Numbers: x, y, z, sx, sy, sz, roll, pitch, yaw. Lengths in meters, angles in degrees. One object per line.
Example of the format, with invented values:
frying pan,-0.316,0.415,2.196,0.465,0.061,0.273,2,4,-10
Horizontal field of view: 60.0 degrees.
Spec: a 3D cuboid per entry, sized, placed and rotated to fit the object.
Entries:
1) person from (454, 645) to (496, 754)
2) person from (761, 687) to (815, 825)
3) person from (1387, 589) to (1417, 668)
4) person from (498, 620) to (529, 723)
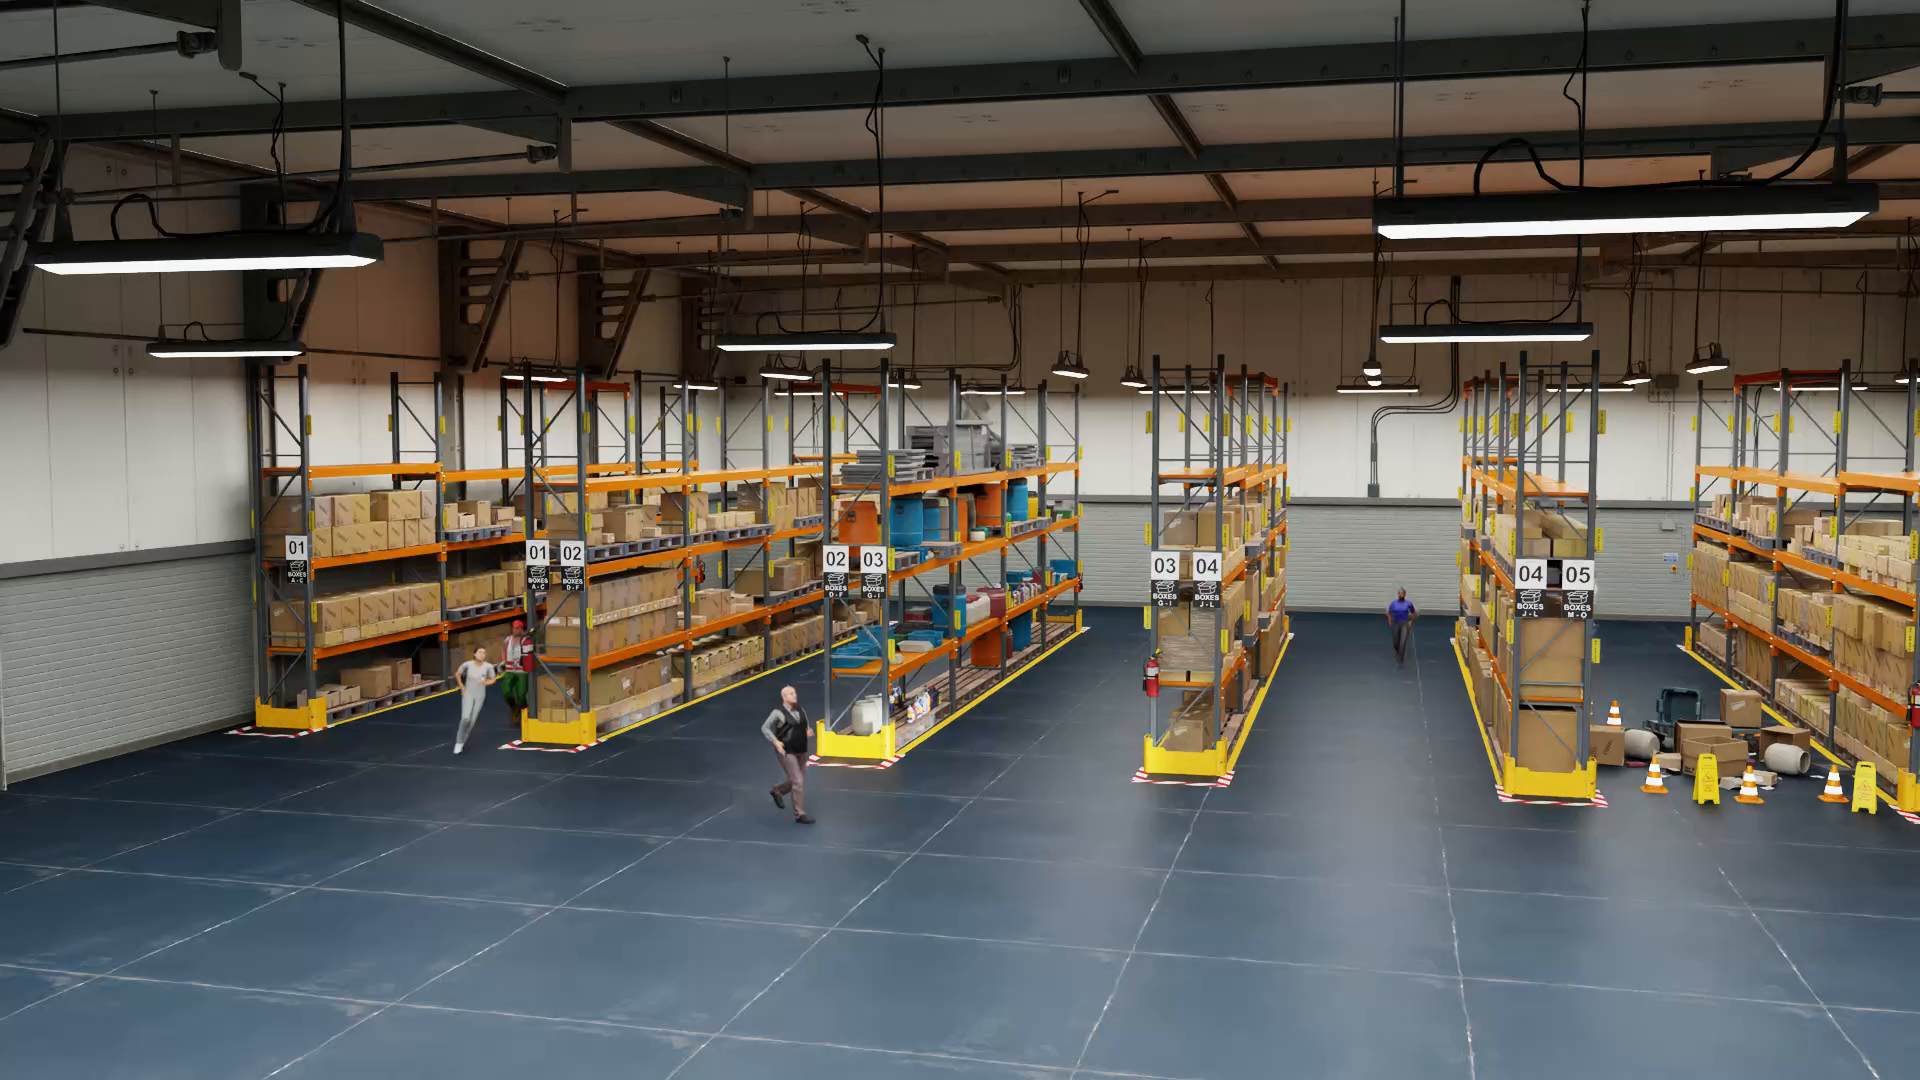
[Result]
person,-7.494,2.435,25.620,0.654,1.649,0.651,-2,4,-26
person,-2.149,2.699,21.029,0.896,1.698,0.668,3,5,39
person,9.203,1.827,34.655,0.587,1.617,0.698,1,4,20
person,-7.396,2.207,27.670,0.643,1.743,0.608,0,4,4
